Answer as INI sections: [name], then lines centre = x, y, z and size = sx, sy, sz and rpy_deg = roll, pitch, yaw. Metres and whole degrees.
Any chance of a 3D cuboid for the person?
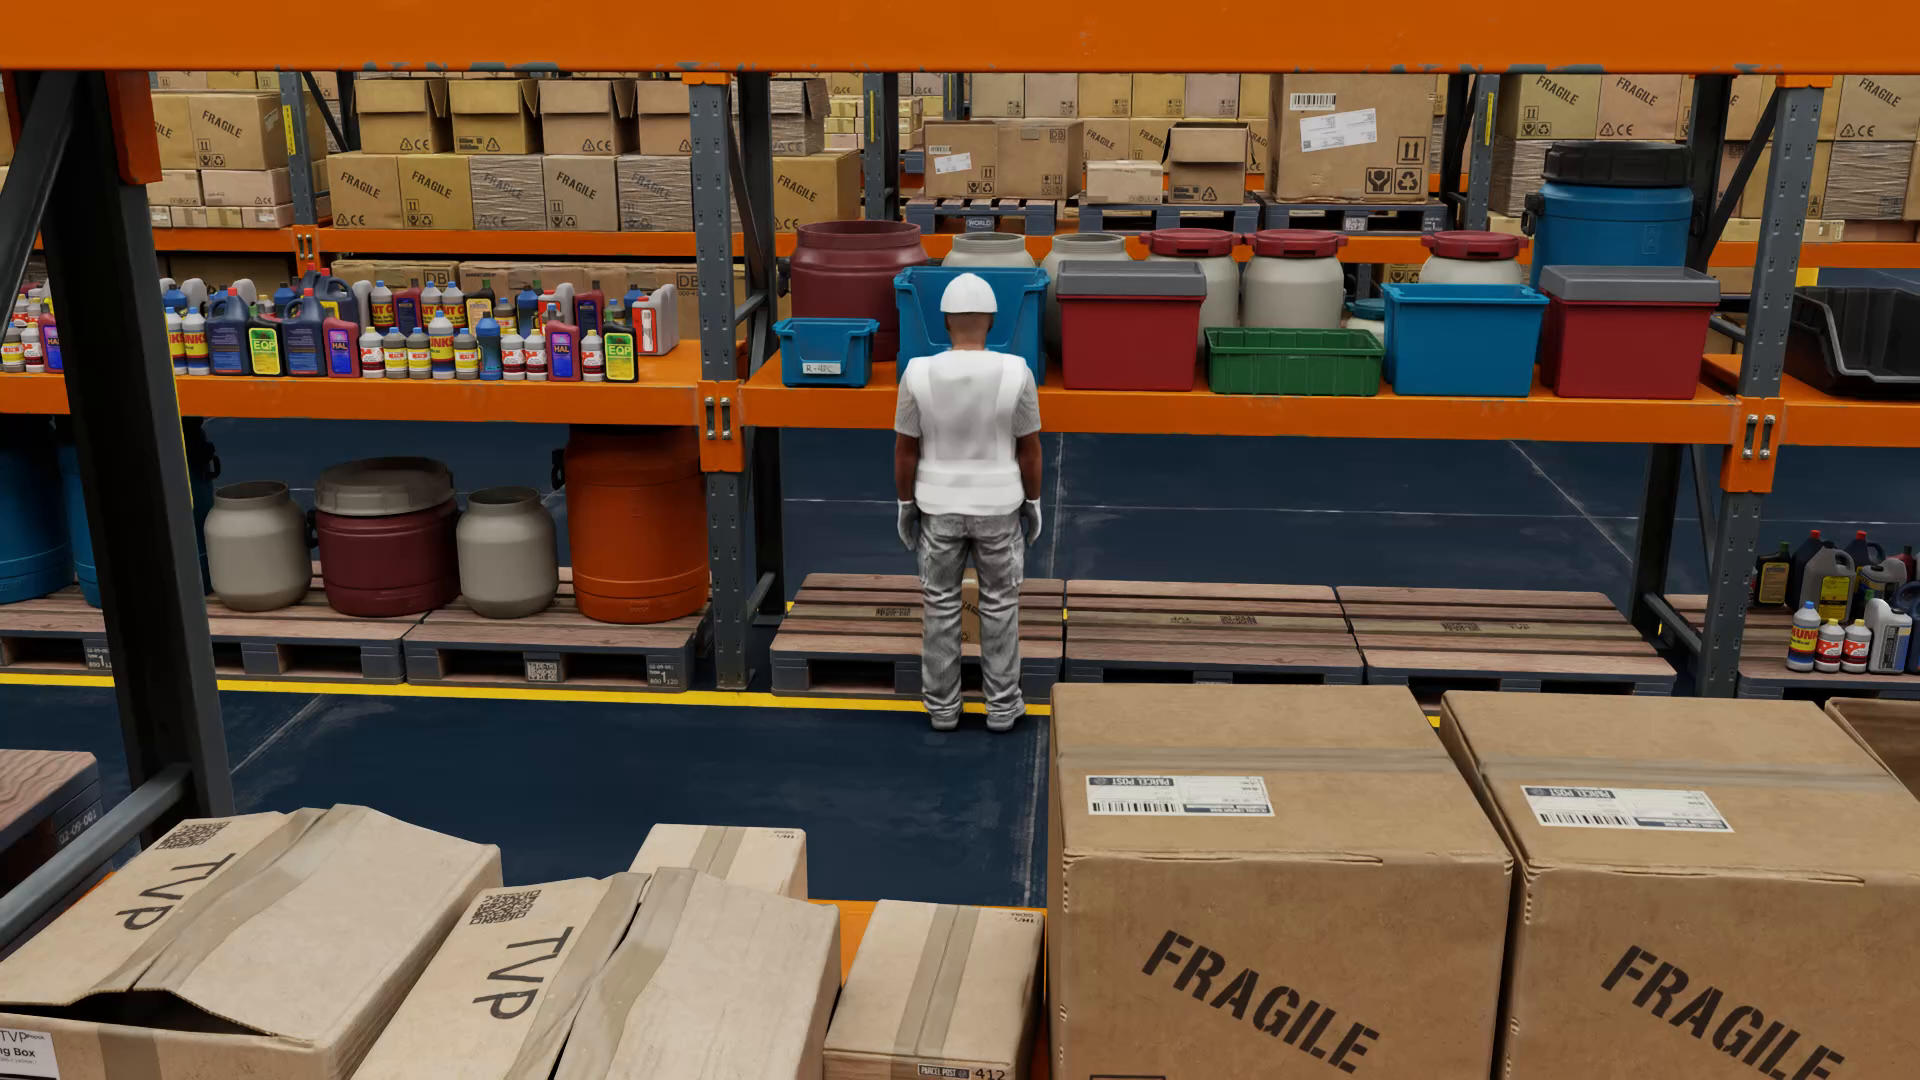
[person]
centre = 0.035, -0.128, 6.376
size = 0.561, 1.789, 0.404
rpy_deg = 1, 17, 4
